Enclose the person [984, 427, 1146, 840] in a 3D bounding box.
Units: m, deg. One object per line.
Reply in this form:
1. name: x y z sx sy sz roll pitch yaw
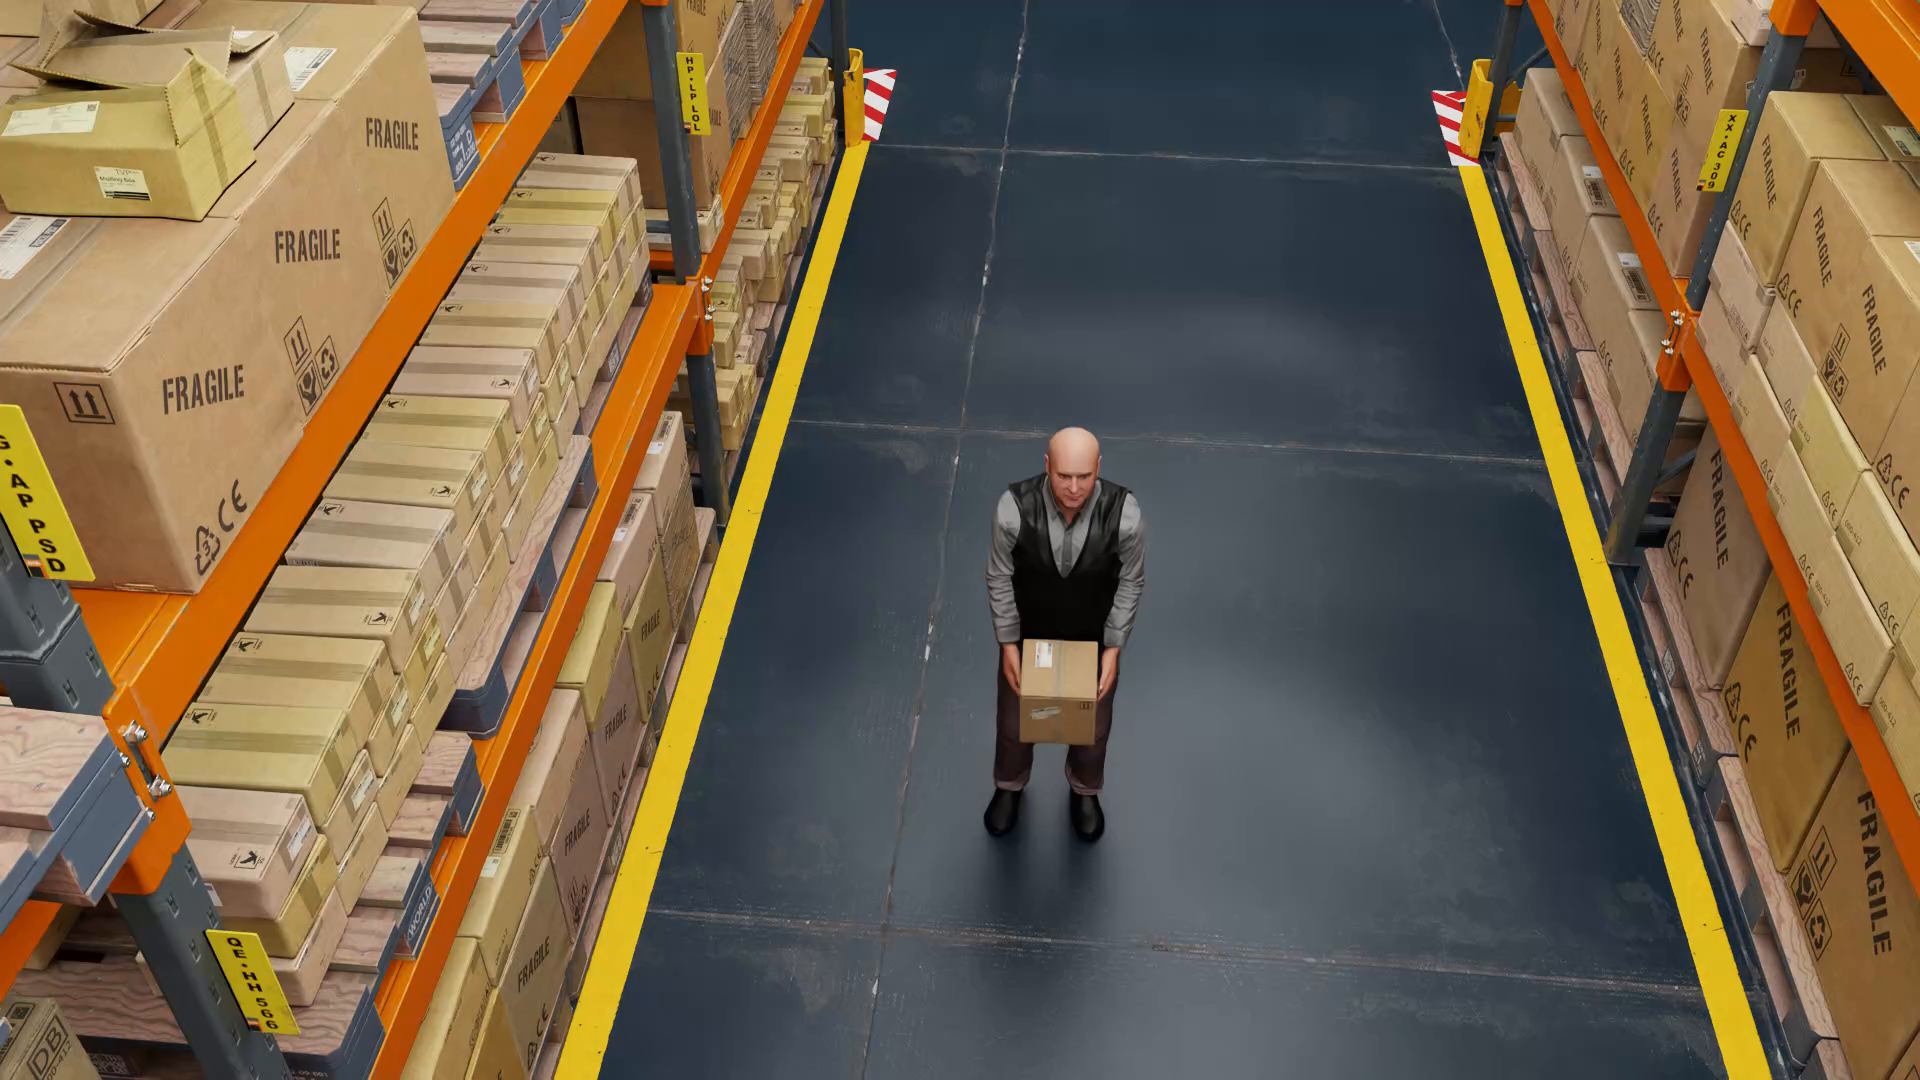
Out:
1. person: 0.352 0.355 5.744 0.542 1.728 0.493 3 40 3
